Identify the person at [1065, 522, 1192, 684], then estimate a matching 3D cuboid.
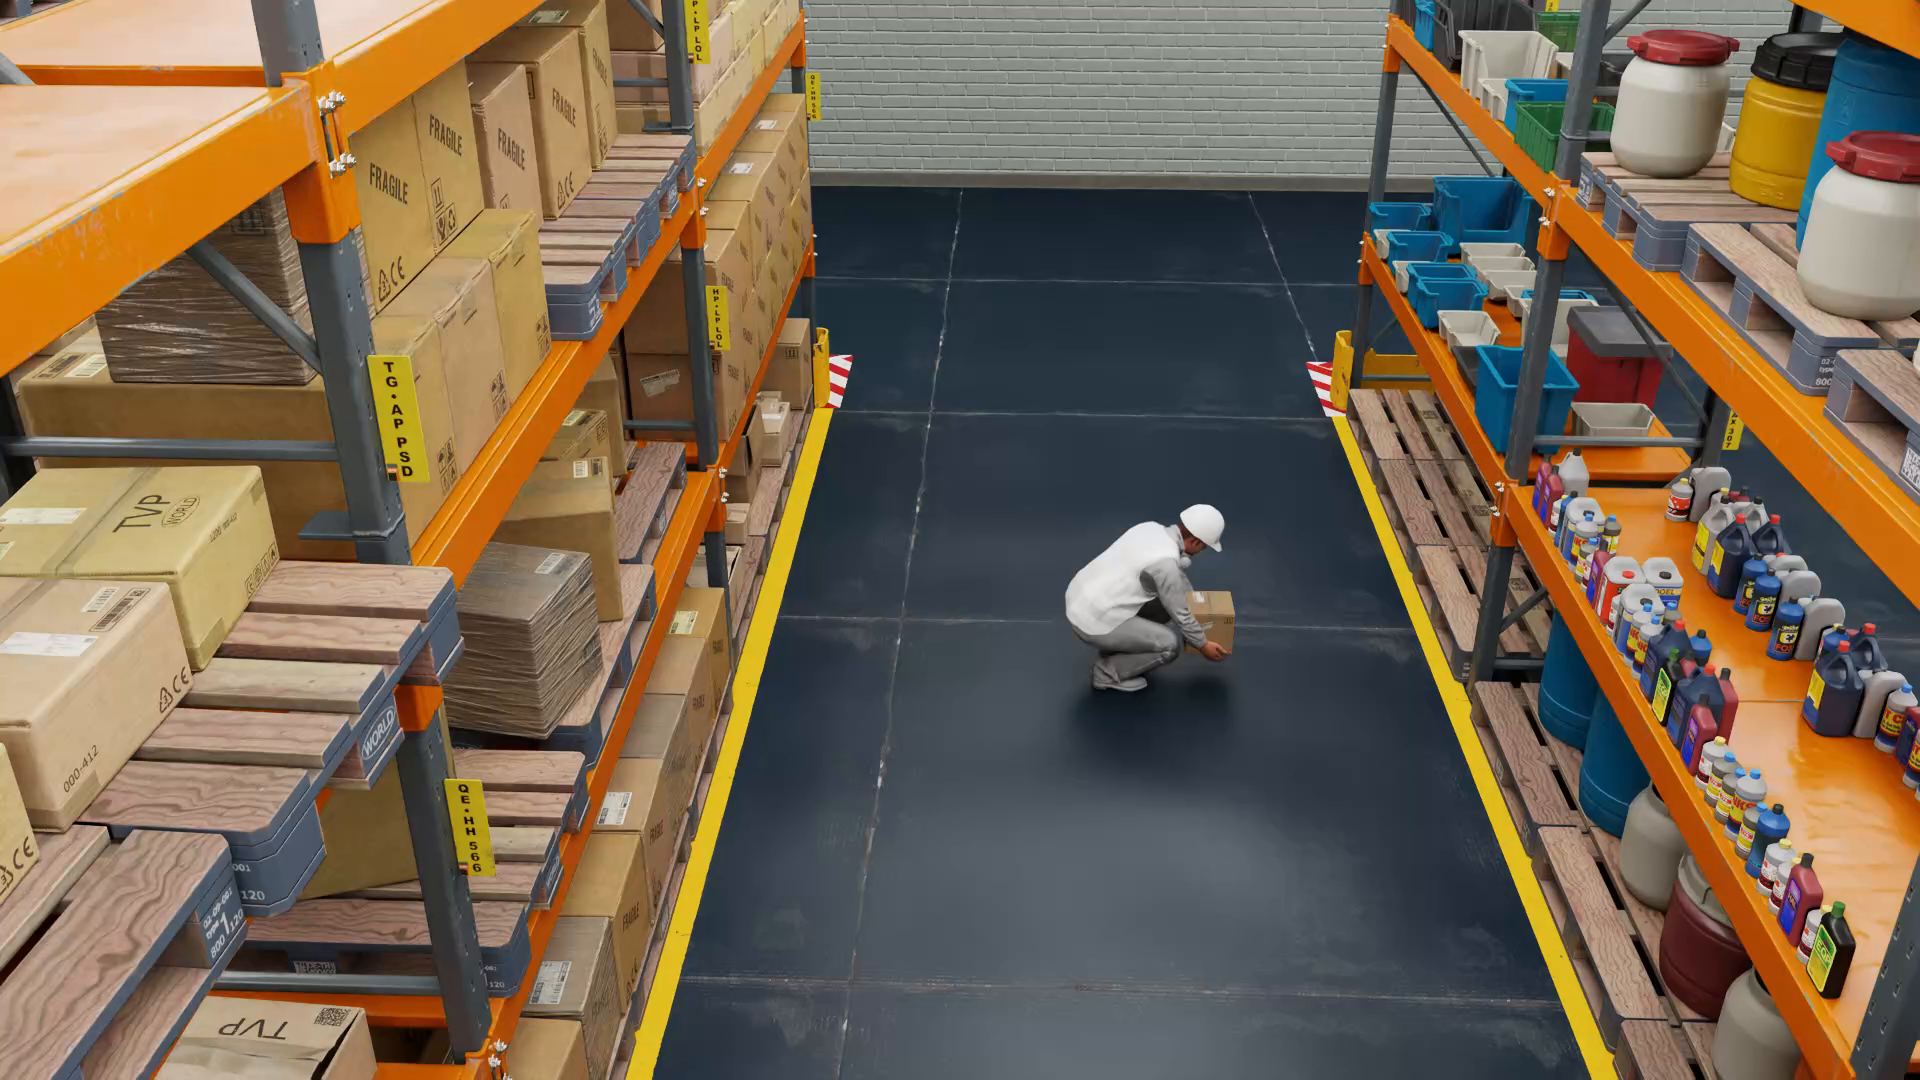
[{"bbox_3d":[0.893,0.322,8.896,0.654,0.841,0.513,1,28,2],"label":"person"}]
